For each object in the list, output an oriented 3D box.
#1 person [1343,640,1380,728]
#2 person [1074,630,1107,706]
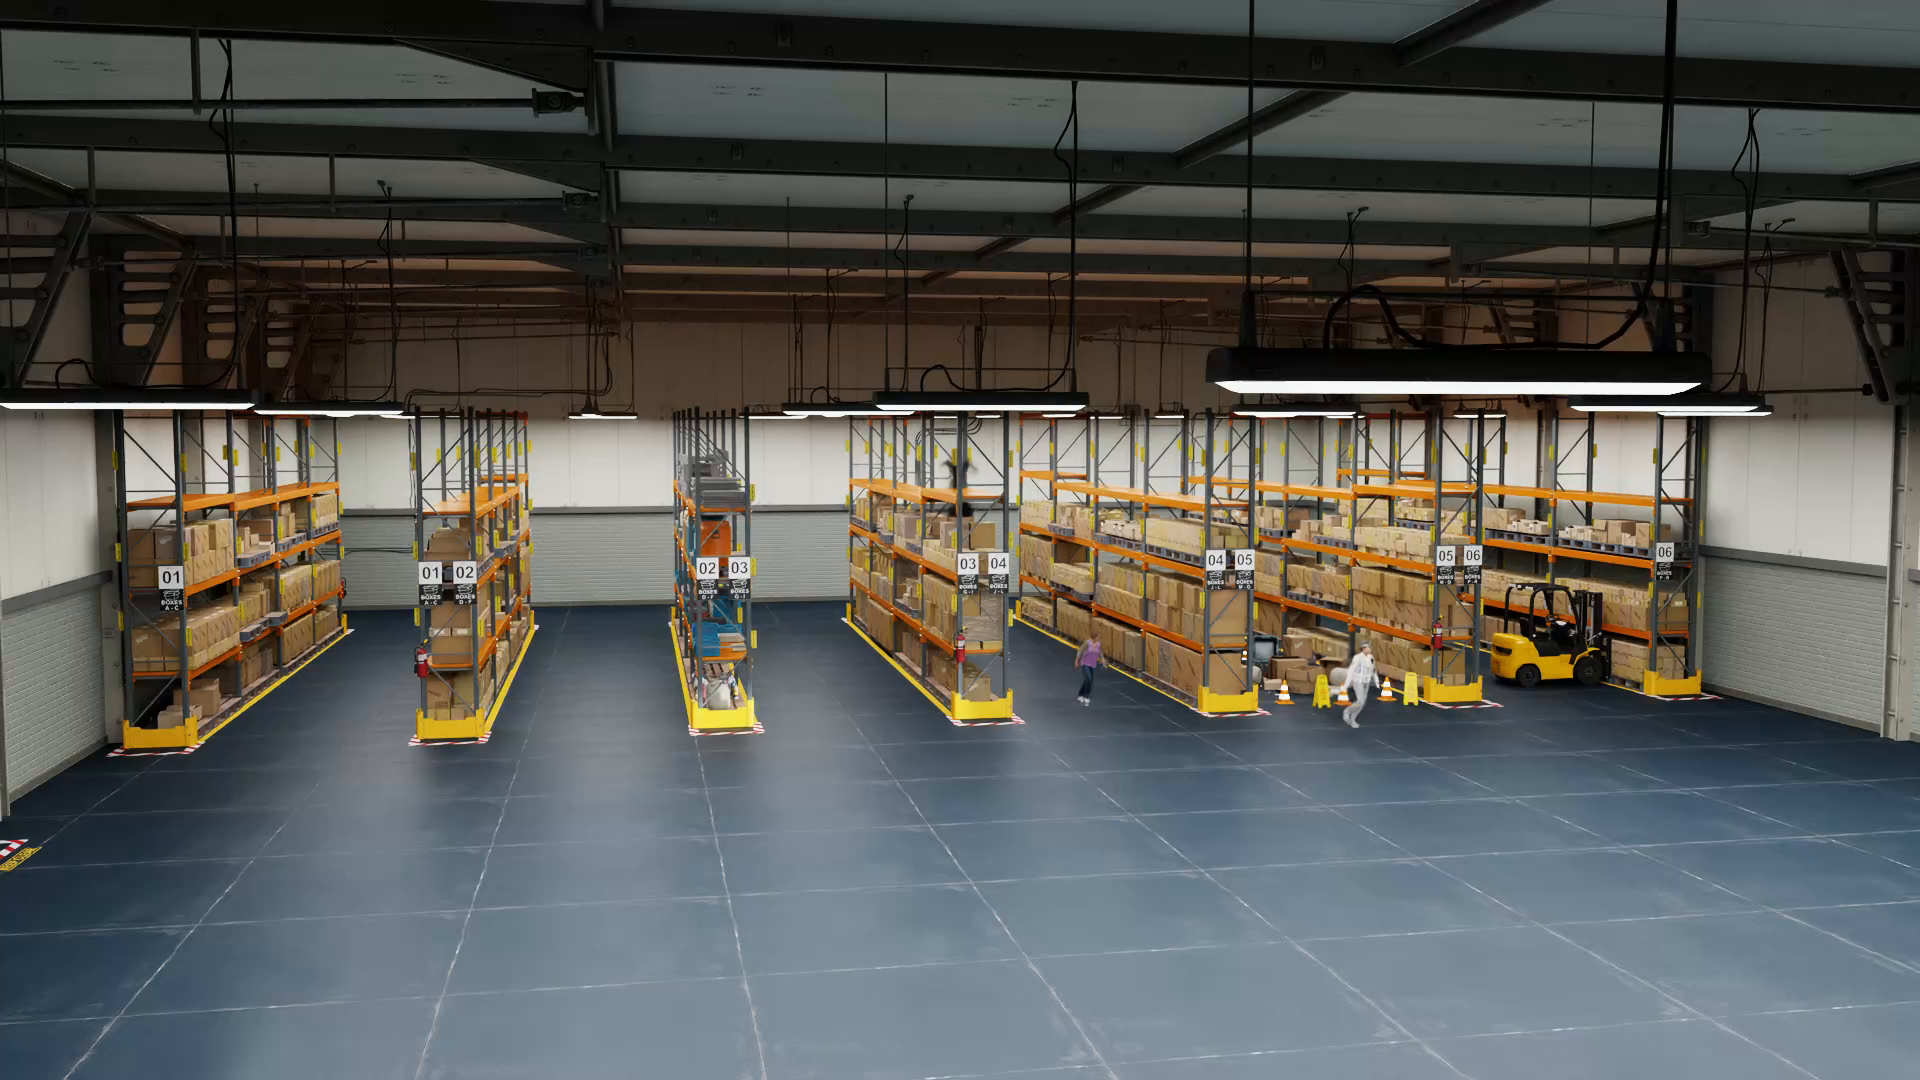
[{"bbox_3d":[7.502,2.690,31.132,0.558,1.660,0.518,-3,5,-34],"label":"person"},{"bbox_3d":[2.619,2.561,33.719,0.522,1.527,0.744,-2,5,-29],"label":"person"}]
